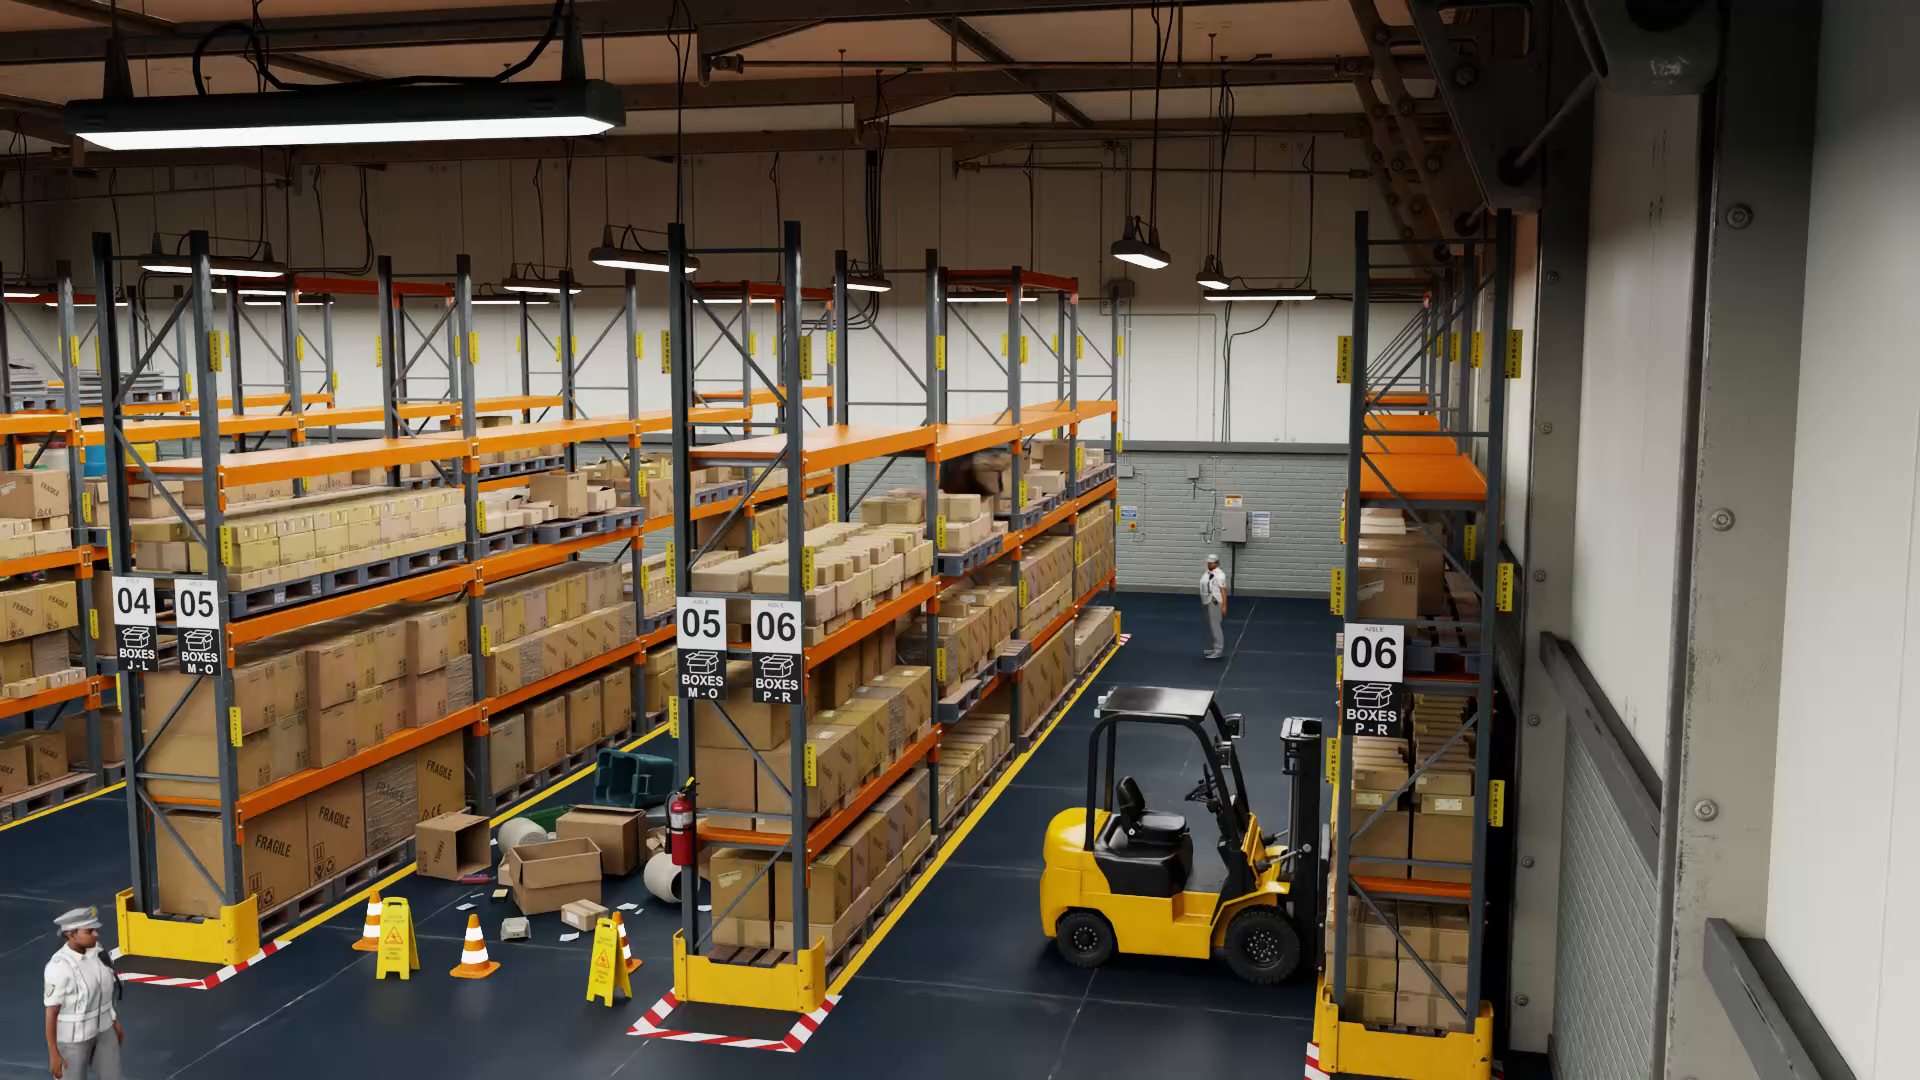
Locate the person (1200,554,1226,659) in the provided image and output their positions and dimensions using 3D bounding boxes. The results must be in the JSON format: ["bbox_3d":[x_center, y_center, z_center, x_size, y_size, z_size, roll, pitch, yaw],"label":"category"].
[{"bbox_3d":[4.089,1.059,26.958,0.397,1.669,0.536,-1,7,-8],"label":"person"}]

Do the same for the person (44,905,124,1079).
[{"bbox_3d":[-5.454,3.126,10.340,0.351,1.760,0.548,2,7,16],"label":"person"}]
